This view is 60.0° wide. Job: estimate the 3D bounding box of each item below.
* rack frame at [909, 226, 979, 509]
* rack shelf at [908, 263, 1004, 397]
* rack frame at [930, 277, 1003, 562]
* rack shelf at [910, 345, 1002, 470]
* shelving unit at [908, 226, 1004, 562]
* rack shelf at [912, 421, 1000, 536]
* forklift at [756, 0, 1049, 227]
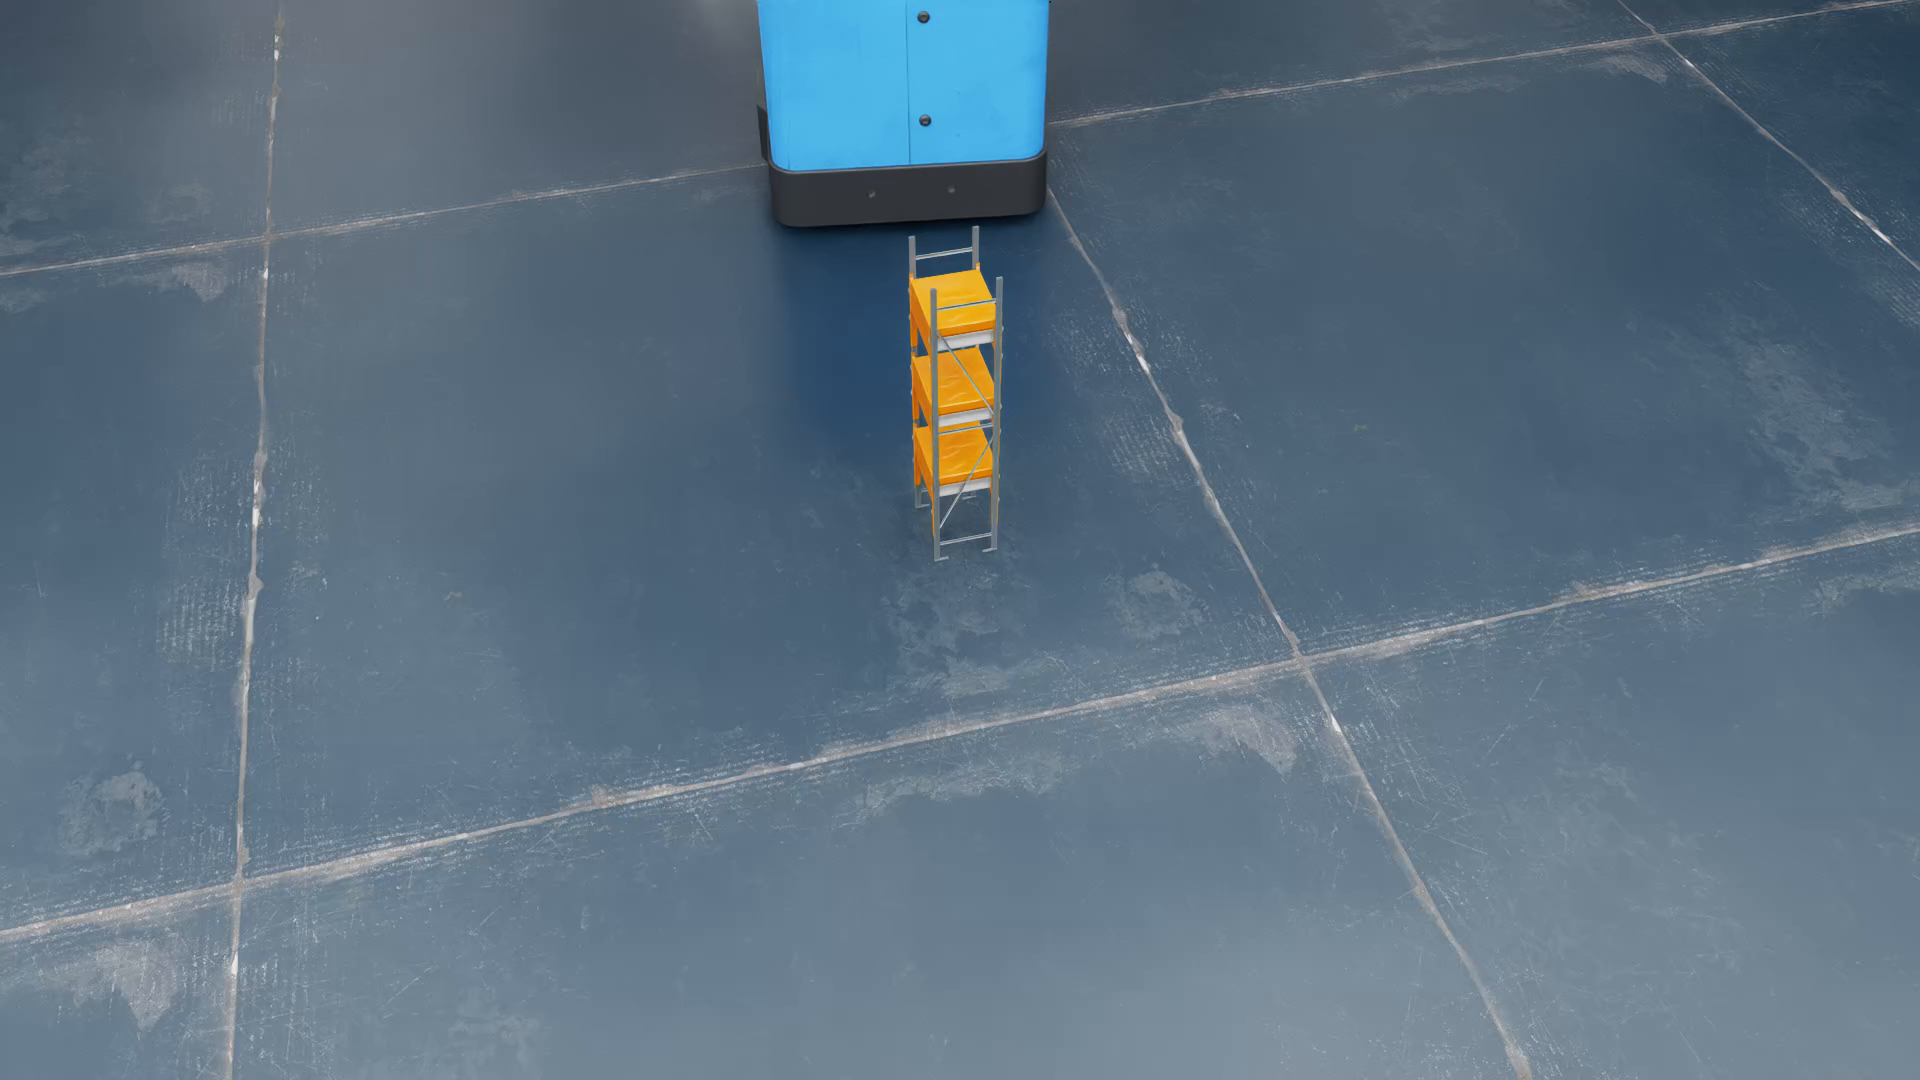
[{"bbox_3d":[-0.045,-0.489,4.994,0.200,1.050,0.008,-11,47,-10],"label":"rack frame"},{"bbox_3d":[-0.014,-0.596,4.716,0.215,0.259,0.240,-11,47,-10],"label":"rack shelf"},{"bbox_3d":[0.018,-0.320,4.829,0.200,1.050,0.008,-11,47,-10],"label":"rack frame"},{"bbox_3d":[-0.014,-0.397,4.919,0.215,0.259,0.240,-11,47,-10],"label":"rack shelf"},{"bbox_3d":[-0.014,-0.404,4.911,0.215,1.050,0.252,-11,47,-10],"label":"shelving unit"},{"bbox_3d":[-0.014,-0.202,5.117,0.215,0.259,0.240,-11,47,-10],"label":"rack shelf"},{"bbox_3d":[-0.327,-3.267,6.400,1.130,2.935,3.031,-4,46,-4],"label":"forklift"}]
